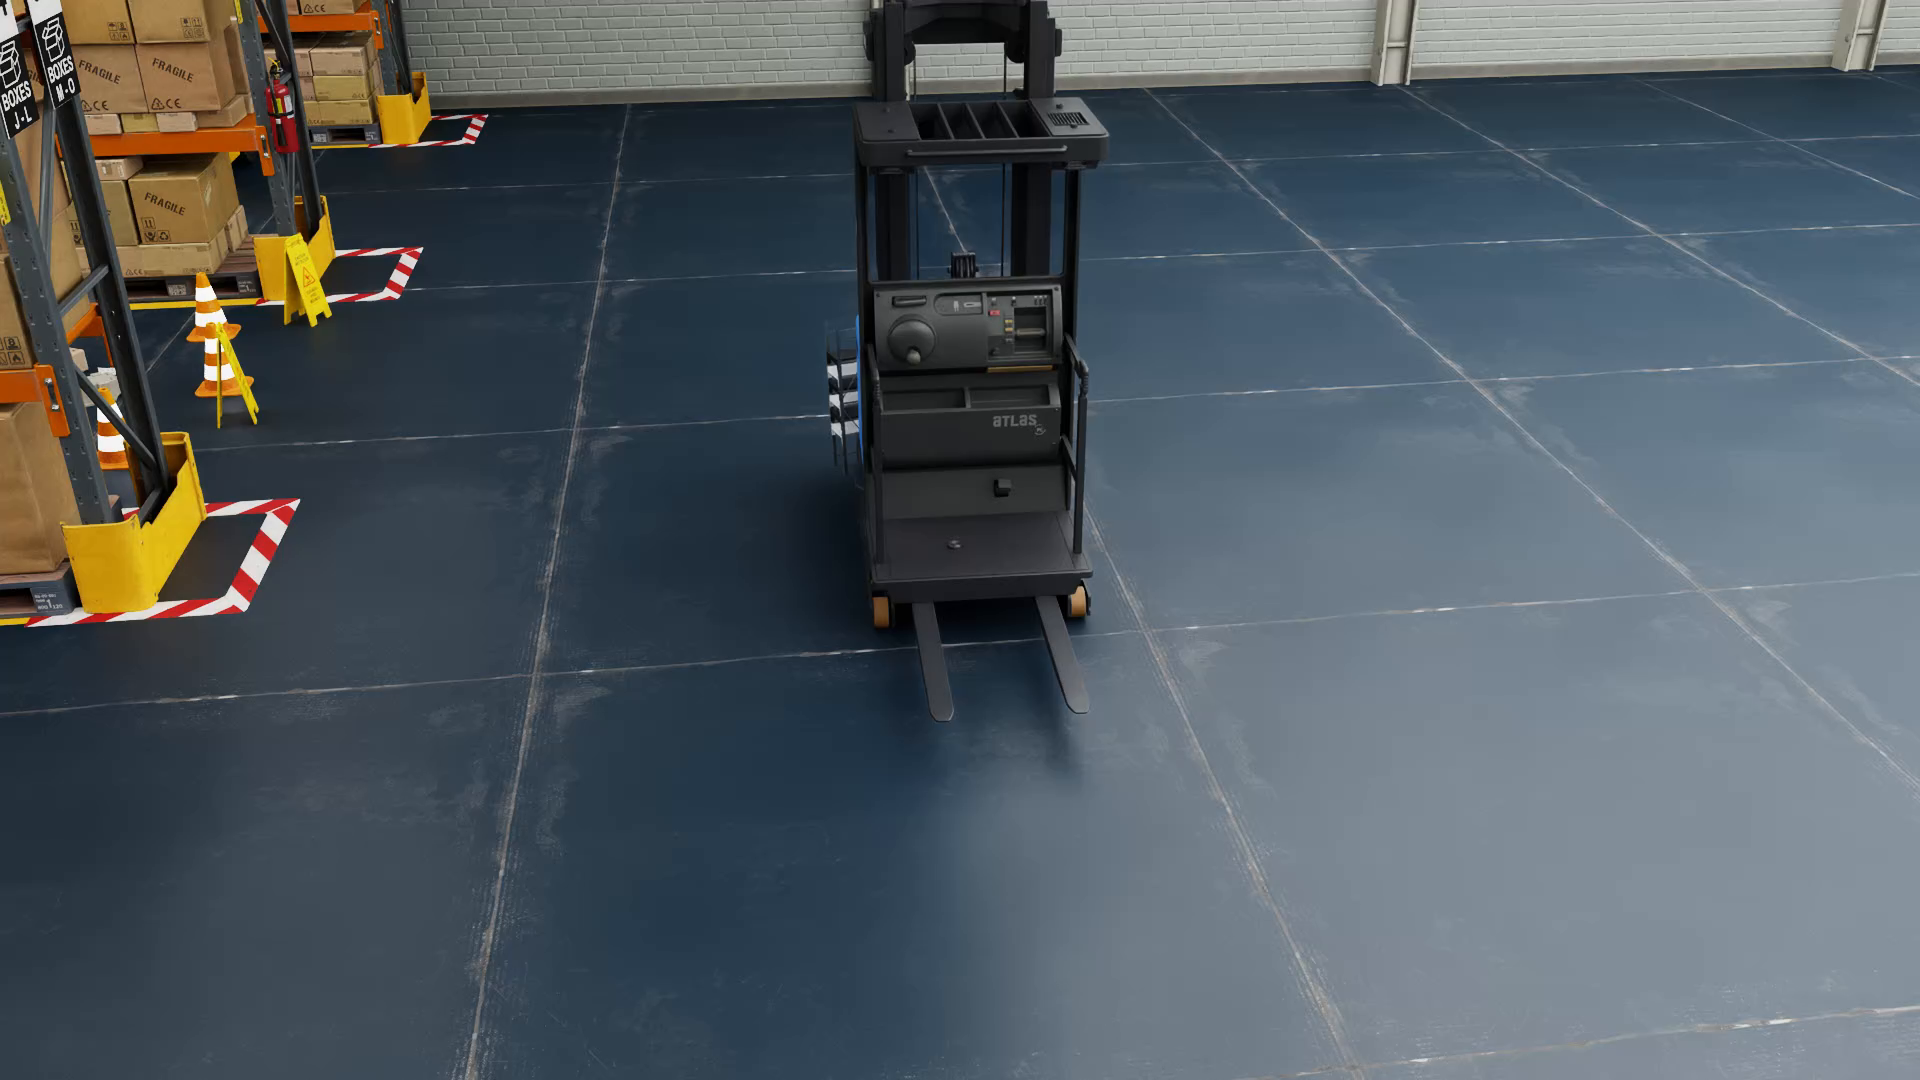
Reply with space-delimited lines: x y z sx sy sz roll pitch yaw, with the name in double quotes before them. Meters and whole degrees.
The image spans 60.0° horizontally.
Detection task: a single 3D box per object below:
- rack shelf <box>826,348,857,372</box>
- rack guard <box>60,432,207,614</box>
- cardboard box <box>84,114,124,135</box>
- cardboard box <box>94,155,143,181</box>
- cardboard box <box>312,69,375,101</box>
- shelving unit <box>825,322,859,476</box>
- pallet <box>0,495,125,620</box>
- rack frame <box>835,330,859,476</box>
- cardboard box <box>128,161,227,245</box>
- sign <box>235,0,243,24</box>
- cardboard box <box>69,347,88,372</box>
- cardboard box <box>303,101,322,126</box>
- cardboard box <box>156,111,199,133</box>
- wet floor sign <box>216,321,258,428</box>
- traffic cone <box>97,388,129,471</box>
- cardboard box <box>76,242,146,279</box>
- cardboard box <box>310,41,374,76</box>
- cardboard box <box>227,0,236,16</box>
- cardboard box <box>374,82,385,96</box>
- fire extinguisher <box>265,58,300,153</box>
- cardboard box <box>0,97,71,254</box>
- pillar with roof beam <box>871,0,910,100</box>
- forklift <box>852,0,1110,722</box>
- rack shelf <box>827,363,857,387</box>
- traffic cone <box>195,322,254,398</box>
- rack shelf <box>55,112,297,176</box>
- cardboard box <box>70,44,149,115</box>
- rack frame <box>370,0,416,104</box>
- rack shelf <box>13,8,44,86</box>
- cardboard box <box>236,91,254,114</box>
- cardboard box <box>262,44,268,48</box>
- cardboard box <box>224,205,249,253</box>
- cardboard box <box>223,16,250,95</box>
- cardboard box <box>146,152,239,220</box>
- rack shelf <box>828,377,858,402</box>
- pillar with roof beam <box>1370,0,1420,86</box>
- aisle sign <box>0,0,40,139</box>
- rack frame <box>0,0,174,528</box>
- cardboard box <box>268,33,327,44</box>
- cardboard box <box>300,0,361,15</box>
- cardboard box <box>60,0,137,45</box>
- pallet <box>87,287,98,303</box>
"rack shelf" -0.639 -1.071 9.818 0.258 0.077 0.200 -11 24 -20
"rack guard" -4.408 -0.113 8.923 0.348 0.500 1.175 -4 27 -7
"cardboard box" -6.305 -3.120 12.320 0.250 0.149 0.380 -3 27 -6
"cardboard box" -6.333 -2.819 12.477 0.250 0.149 0.380 -3 27 -6
"cardboard box" -6.356 -4.713 17.153 0.500 0.250 0.500 -4 27 -8
"shelving unit" -0.631 -0.852 9.909 0.258 0.900 0.210 -11 24 -20
"pallet" -5.213 0.103 8.818 1.213 0.211 1.003 -4 27 -7
"rack frame" -0.593 -0.817 9.821 0.240 0.900 0.006 -11 24 -20
"cardboard box" -5.979 -2.584 12.730 0.500 0.500 0.500 -4 27 -7
"sign" -5.164 -3.859 11.871 0.005 0.325 0.100 -4 27 -7
"cardboard box" -6.238 -1.190 11.407 0.250 0.149 0.380 10 29 19
"cardboard box" -6.832 -4.462 17.213 0.500 0.250 0.500 -4 27 -7
"cardboard box" -5.798 -3.157 12.392 0.250 0.149 0.380 -4 27 -8
"wet floor sign" -4.679 -1.074 10.635 0.232 0.644 0.267 -8 28 -16
"traffic cone" -5.156 -0.704 10.114 0.334 0.463 0.336 -4 27 -7
"cardboard box" -6.499 -2.216 12.836 0.500 0.250 0.500 -4 27 -7
"cardboard box" -6.330 -4.937 17.043 0.500 0.250 0.500 -3 27 -5
"cardboard box" -7.390 -5.532 16.636 0.500 0.500 0.500 -4 27 -8
"cardboard box" -6.431 -4.720 17.714 0.500 0.250 0.500 -4 27 -7
"fire extinguisher" -5.044 -3.220 12.324 0.183 0.674 0.296 -4 27 -7
"cardboard box" -4.805 -1.765 8.057 0.550 0.550 0.875 -4 27 -7
"pillar with roof beam" -0.191 -7.167 13.360 0.400 9.000 9.100 -4 27 -7
"forklift" 0.067 -1.021 8.030 1.130 2.935 3.031 -3 27 -6
"rack shelf" -0.636 -0.987 9.852 0.258 0.077 0.200 -11 24 -20
"traffic cone" -4.977 -1.236 11.152 0.334 0.463 0.336 -4 27 -7
"rack shelf" -7.202 -3.008 12.615 4.000 0.370 1.077 -4 27 -7
"cardboard box" -6.217 -3.443 12.240 0.500 0.500 0.500 -4 27 -7
"rack frame" -5.917 -5.699 17.071 0.127 3.000 1.000 -4 27 -7
"rack shelf" -6.413 -2.111 7.581 4.000 0.370 1.077 -4 27 -7
"cardboard box" -5.587 -3.416 12.896 0.250 0.149 0.380 -4 27 -7
"cardboard box" -7.333 -4.865 16.903 0.500 0.250 0.500 -3 27 -6
"cardboard box" -6.059 -2.493 13.374 0.500 0.250 0.500 -4 27 -8
"cardboard box" -5.730 -3.727 12.793 0.500 0.500 0.500 -4 27 -8
"cardboard box" -6.083 -2.824 13.199 0.500 0.500 0.500 -5 28 -9
"rack shelf" -0.633 -0.904 9.887 0.258 0.077 0.200 -11 24 -20
"pillar with roof beam" 5.751 -7.548 14.104 0.400 9.000 9.100 -4 27 -7
"aisle sign" -4.320 -2.250 7.501 0.004 0.787 0.394 -4 27 -7
"rack frame" -4.432 -1.224 8.350 0.127 3.000 1.000 -4 27 -7
"cardboard box" -6.914 -5.129 17.417 0.500 0.250 0.500 -4 27 -7
"cardboard box" -6.368 -5.594 16.756 0.500 0.500 0.500 -4 27 -8
"cardboard box" -6.199 -3.917 12.068 0.500 0.500 0.700 -3 27 -7
"pallet" -7.312 -2.098 13.108 1.213 0.211 1.003 -4 27 -7
